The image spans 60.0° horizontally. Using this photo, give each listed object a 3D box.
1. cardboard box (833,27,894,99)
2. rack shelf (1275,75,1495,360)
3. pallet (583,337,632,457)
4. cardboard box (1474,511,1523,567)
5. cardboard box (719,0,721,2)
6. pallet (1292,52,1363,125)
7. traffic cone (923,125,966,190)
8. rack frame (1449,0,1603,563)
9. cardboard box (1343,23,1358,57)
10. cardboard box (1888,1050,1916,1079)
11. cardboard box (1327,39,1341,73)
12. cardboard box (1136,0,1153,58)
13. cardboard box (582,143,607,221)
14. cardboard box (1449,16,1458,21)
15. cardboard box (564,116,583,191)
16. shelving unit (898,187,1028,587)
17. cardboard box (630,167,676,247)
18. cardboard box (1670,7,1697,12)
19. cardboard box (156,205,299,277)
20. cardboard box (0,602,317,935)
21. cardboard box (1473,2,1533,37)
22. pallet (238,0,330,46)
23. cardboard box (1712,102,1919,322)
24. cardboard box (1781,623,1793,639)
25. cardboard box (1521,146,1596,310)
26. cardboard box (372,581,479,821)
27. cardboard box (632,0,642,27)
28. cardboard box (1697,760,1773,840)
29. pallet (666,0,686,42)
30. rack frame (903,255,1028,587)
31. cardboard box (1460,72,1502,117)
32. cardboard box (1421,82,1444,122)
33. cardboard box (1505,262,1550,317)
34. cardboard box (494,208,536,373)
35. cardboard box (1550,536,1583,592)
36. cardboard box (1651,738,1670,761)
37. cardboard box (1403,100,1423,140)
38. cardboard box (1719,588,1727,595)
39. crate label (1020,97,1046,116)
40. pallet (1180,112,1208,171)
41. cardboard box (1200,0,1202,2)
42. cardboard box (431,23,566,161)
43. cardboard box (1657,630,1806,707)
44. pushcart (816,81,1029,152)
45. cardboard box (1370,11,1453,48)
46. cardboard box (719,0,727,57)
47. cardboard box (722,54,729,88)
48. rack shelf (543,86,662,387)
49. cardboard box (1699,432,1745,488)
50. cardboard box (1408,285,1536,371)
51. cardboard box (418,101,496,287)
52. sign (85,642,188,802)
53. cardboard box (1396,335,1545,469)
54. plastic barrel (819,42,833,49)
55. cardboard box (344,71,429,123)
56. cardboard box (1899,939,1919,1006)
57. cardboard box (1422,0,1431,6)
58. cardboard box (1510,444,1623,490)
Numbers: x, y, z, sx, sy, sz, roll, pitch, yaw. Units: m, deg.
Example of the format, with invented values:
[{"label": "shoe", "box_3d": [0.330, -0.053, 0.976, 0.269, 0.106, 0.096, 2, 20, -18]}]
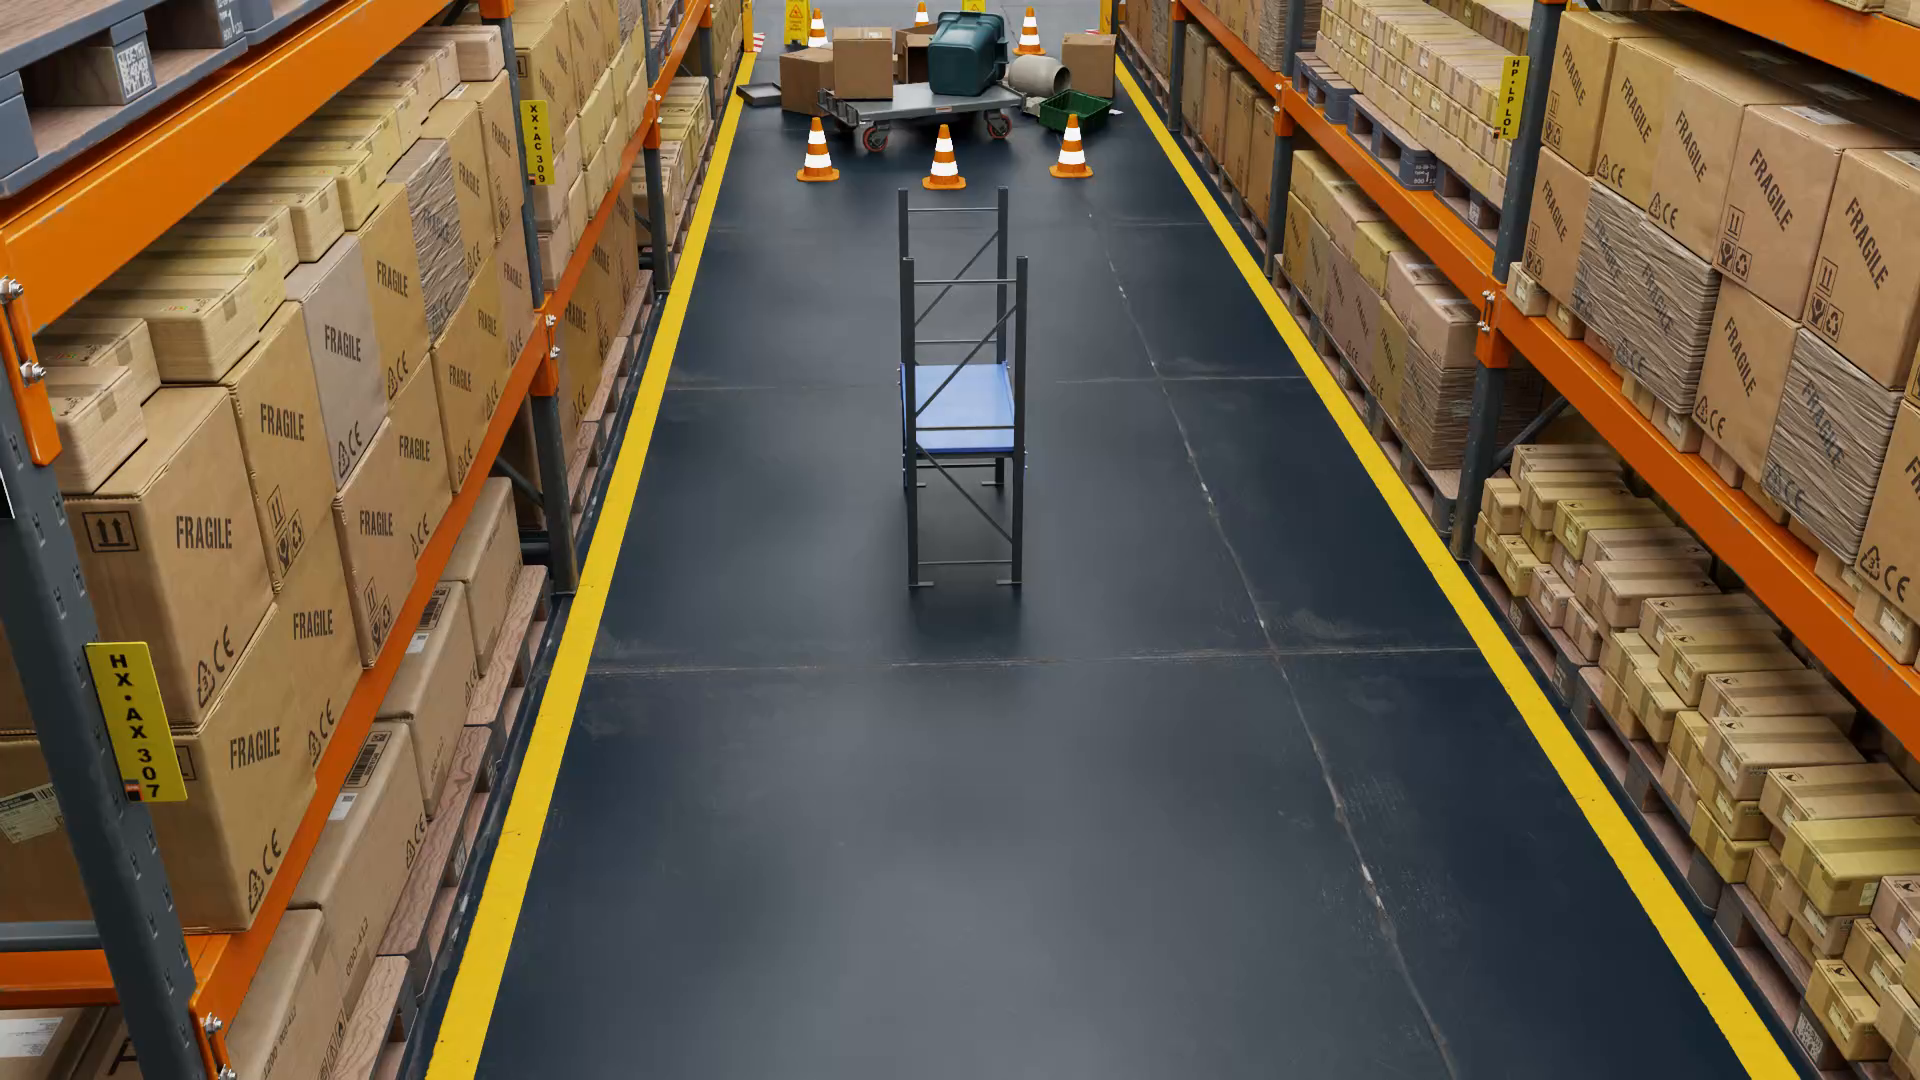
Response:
[{"label": "cardboard box", "box_3d": [-0.827, -4.078, 14.210, 0.500, 0.500, 0.500, -1, 28, -3]}, {"label": "rack shelf", "box_3d": [2.649, -1.870, 8.870, 1.077, 0.370, 4.000, -1, 28, -3]}, {"label": "pallet", "box_3d": [-2.367, -0.782, 9.022, 1.003, 0.211, 1.213, -1, 28, -3]}, {"label": "cardboard box", "box_3d": [2.451, -0.012, 7.158, 0.380, 0.149, 0.250, -3, 28, -5]}, {"label": "cardboard box", "box_3d": [-2.339, -4.957, 15.016, 0.380, 0.149, 0.250, 0, 28, -1]}, {"label": "pallet", "box_3d": [2.688, -2.701, 9.893, 1.213, 0.211, 1.003, -1, 28, -3]}, {"label": "traffic cone", "box_3d": [-0.126, -3.020, 13.041, 0.336, 0.463, 0.334, -1, 28, -3]}, {"label": "rack frame", "box_3d": [2.753, -1.266, 6.933, 1.000, 3.000, 0.127, -1, 28, -3]}, {"label": "cardboard box", "box_3d": [2.402, -2.843, 9.453, 0.380, 0.149, 0.250, -2, 28, -4]}, {"label": "cardboard box", "box_3d": [2.726, 1.421, 4.410, 0.380, 0.149, 0.250, -1, 28, -2]}, {"label": "cardboard box", "box_3d": [2.380, -2.852, 9.793, 0.380, 0.149, 0.250, 0, 28, 0]}, {"label": "cardboard box", "box_3d": [2.276, -5.334, 16.576, 0.875, 0.875, 0.875, -2, 28, -3]}, {"label": "cardboard box", "box_3d": [-1.984, -1.718, 7.963, 0.500, 0.250, 0.500, -2, 28, -3]}, {"label": "cardboard box", "box_3d": [3.040, -2.979, 9.714, 0.380, 0.149, 0.250, 0, 28, -1]}, {"label": "cardboard box", "box_3d": [-1.981, -1.705, 7.396, 0.500, 0.250, 0.500, -1, 28, -2]}, {"label": "shelving unit", "box_3d": [-0.004, -0.704, 7.479, 0.538, 1.500, 1.048, -1, 28, -3]}, {"label": "cardboard box", "box_3d": [-2.413, -2.229, 11.167, 0.950, 0.372, 0.625, -3, 28, -6]}, {"label": "cardboard box", "box_3d": [7.165, -4.846, 16.046, 0.500, 0.500, 0.500, -4, 28, -7]}, {"label": "cardboard box", "box_3d": [-1.800, -0.681, 3.922, 0.380, 0.149, 0.250, -1, 28, -2]}, {"label": "cardboard box", "box_3d": [-1.714, 0.475, 3.488, 0.500, 0.500, 0.500, -2, 28, -3]}, {"label": "cardboard box", "box_3d": [3.070, -2.876, 9.195, 0.380, 0.149, 0.250, -1, 28, -1]}, {"label": "pallet", "box_3d": [-2.092, -1.450, 4.139, 1.003, 0.211, 1.213, -1, 28, -3]}, {"label": "cardboard box", "box_3d": [2.596, -0.961, 4.839, 0.500, 0.500, 0.500, -2, 28, -4]}, {"label": "cardboard box", "box_3d": [3.173, 0.307, 5.903, 0.380, 0.149, 0.250, -2, 28, -4]}, {"label": "cardboard box", "box_3d": [2.527, -1.207, 6.391, 0.500, 0.500, 0.500, -2, 28, -4]}, {"label": "cardboard box", "box_3d": [-2.212, 0.556, 5.756, 0.875, 0.438, 0.875, -2, 28, -4]}, {"label": "cardboard box", "box_3d": [-2.105, -3.202, 9.456, 0.500, 0.500, 0.500, -2, 28, -4]}, {"label": "cardboard box", "box_3d": [2.581, 0.812, 5.257, 0.380, 0.149, 0.250, -1, 28, -2]}, {"label": "pallet", "box_3d": [-2.538, -3.775, 11.951, 1.003, 0.211, 1.213, -1, 28, -3]}, {"label": "rack frame", "box_3d": [0.022, -0.470, 7.029, 0.500, 1.500, 0.032, -1, 28, -3]}, {"label": "cardboard box", "box_3d": [2.511, -2.028, 7.569, 0.380, 0.149, 0.250, -2, 28, -4]}, {"label": "cardboard box", "box_3d": [2.479, -2.134, 8.094, 0.380, 0.149, 0.250, -3, 28, -5]}, {"label": "cardboard box", "box_3d": [2.441, -1.016, 6.725, 0.380, 0.149, 0.250, 0, 28, -1]}, {"label": "cardboard box", "box_3d": [-1.905, -0.936, 6.192, 0.500, 0.500, 0.500, -1, 28, -2]}, {"label": "cardboard box", "box_3d": [2.604, 0.082, 6.657, 0.380, 0.149, 0.250, -2, 28, -3]}, {"label": "cardboard box", "box_3d": [2.650, 0.706, 5.782, 0.380, 0.149, 0.250, -1, 28, -1]}, {"label": "cardboard box", "box_3d": [2.464, -2.121, 8.390, 0.380, 0.149, 0.250, 0, 28, 0]}, {"label": "cardboard box", "box_3d": [3.060, 0.184, 6.460, 0.380, 0.149, 0.250, -1, 28, -2]}, {"label": "crate label", "box_3d": [0.700, -3.961, 15.196, 0.298, 0.136, 0.250, -23, 35, -37]}, {"label": "pallet", "box_3d": [2.451, -3.369, 13.982, 1.003, 0.211, 1.213, -1, 28, -3]}, {"label": "cardboard box", "box_3d": [2.121, -4.522, 13.068, 0.500, 0.500, 0.500, -1, 28, -2]}, {"label": "cardboard box", "box_3d": [-1.921, -1.797, 6.763, 0.500, 0.500, 0.500, -1, 28, -2]}, {"label": "cardboard box", "box_3d": [2.620, 0.435, 5.658, 0.380, 0.149, 0.250, -1, 28, -2]}, {"label": "pushcart", "box_3d": [-0.328, -3.709, 14.454, 1.648, 0.377, 0.936, -11, 30, -20]}, {"label": "cardboard box", "box_3d": [2.429, -2.749, 8.951, 0.380, 0.149, 0.250, 0, 28, 0]}, {"label": "cardboard box", "box_3d": [-2.403, -4.619, 15.072, 0.500, 0.500, 0.500, 0, 28, -1]}, {"label": "cardboard box", "box_3d": [-2.403, -4.286, 15.244, 0.500, 0.250, 0.500, 0, 28, 0]}, {"label": "rack shelf", "box_3d": [-2.289, -1.704, 8.552, 1.077, 0.370, 4.000, -1, 28, -3]}, {"label": "cardboard box", "box_3d": [2.619, -0.286, 5.326, 0.380, 0.149, 0.250, 0, 28, -1]}, {"label": "cardboard box", "box_3d": [2.462, -1.014, 7.888, 0.500, 0.250, 0.500, -2, 28, -4]}, {"label": "cardboard box", "box_3d": [-1.866, -1.141, 5.505, 0.500, 0.500, 0.500, -2, 28, -3]}, {"label": "sign", "box_3d": [-1.421, 0.318, 2.874, 0.100, 0.325, 0.005, -1, 28, -3]}, {"label": "cardboard box", "box_3d": [2.463, -0.679, 8.058, 0.500, 0.500, 0.500, -2, 28, -4]}, {"label": "plastic barrel", "box_3d": [-1.192, -4.582, 16.077, 0.512, 0.421, 0.421, 19, 33, 32]}, {"label": "cardboard box", "box_3d": [-1.911, -1.384, 5.269, 0.380, 0.149, 0.250, -2, 28, -3]}, {"label": "cardboard box", "box_3d": [2.681, 1.157, 4.273, 0.380, 0.149, 0.250, -1, 28, -2]}, {"label": "cardboard box", "box_3d": [2.790, -3.371, 10.862, 0.500, 0.500, 0.500, -1, 28, -2]}, {"label": "cardboard box", "box_3d": [2.564, -0.287, 7.043, 0.380, 0.149, 0.250, 0, 28, -1]}]
